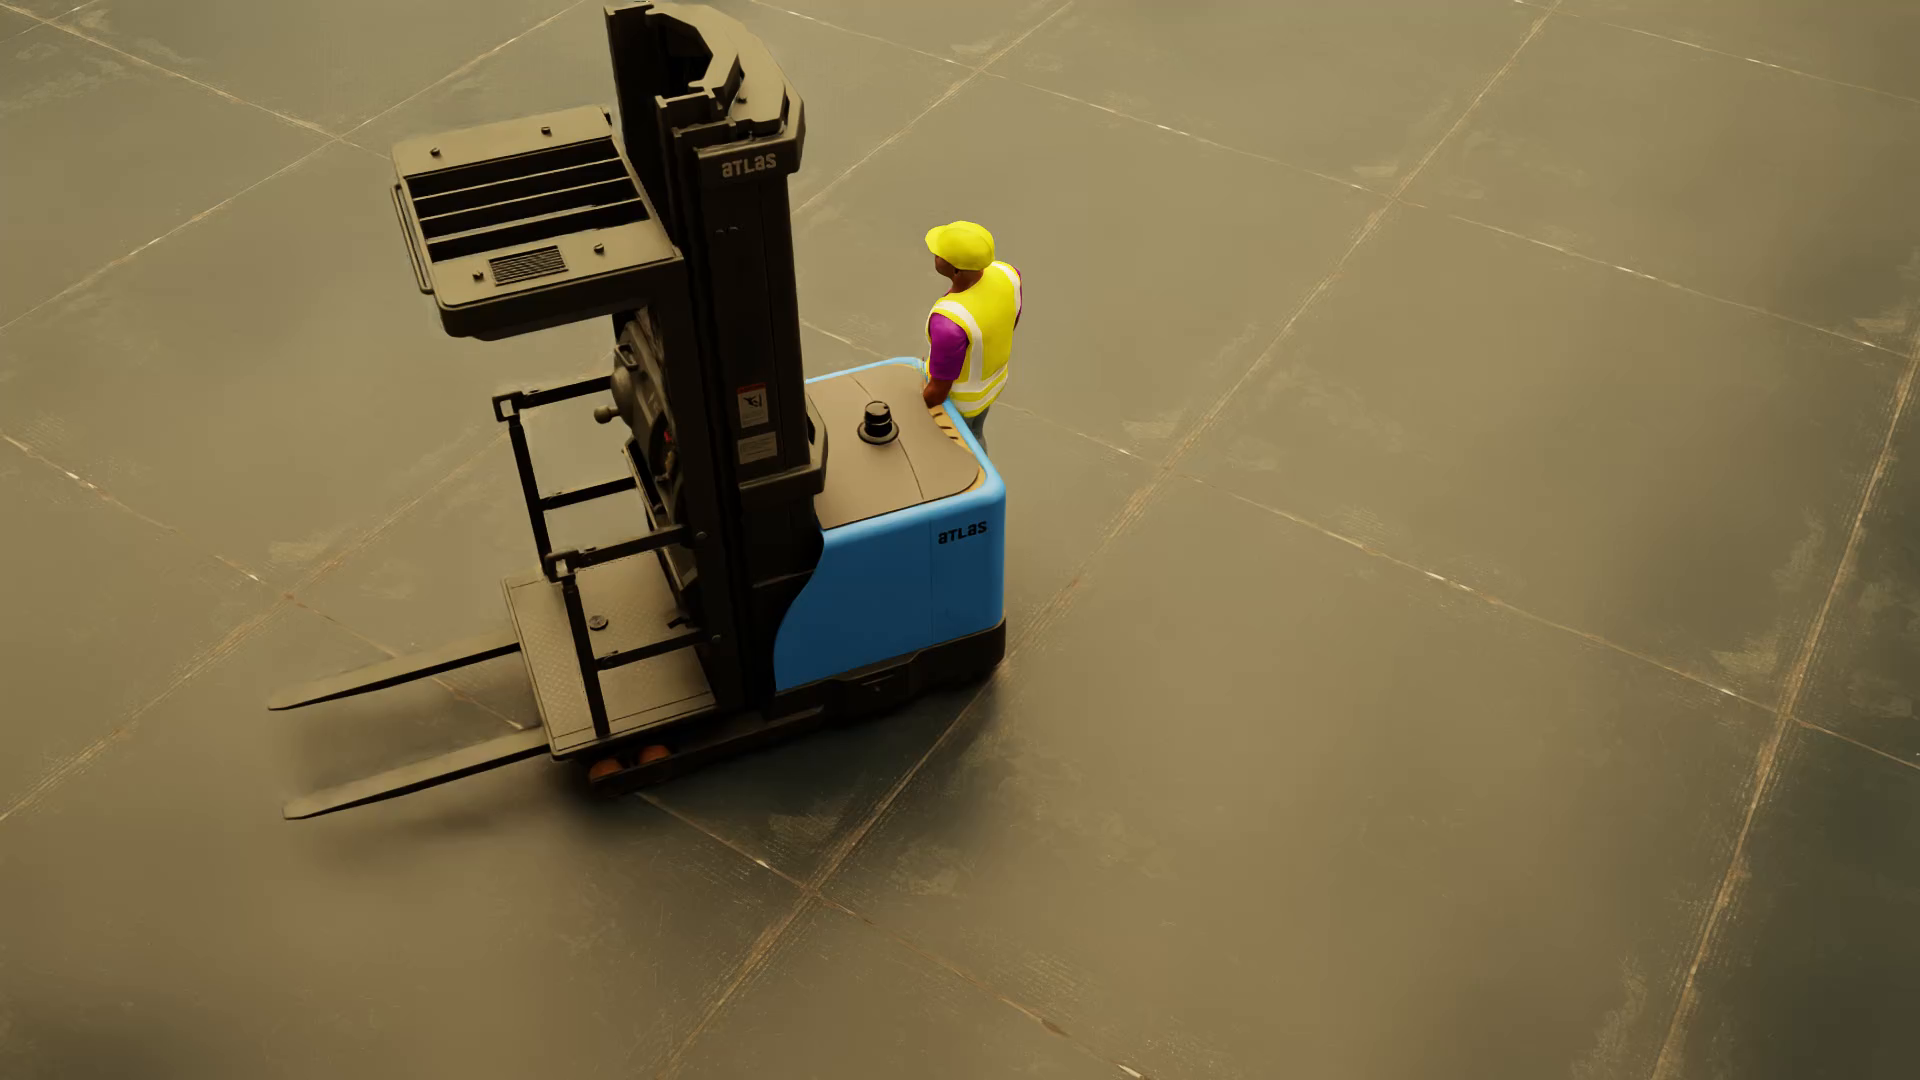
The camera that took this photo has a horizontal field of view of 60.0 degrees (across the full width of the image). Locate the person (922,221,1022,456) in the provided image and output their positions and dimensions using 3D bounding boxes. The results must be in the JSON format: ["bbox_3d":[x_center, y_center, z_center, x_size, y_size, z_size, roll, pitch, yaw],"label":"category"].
[{"bbox_3d":[-0.055,-0.705,7.369,0.577,1.765,0.665,24,48,23],"label":"person"}]

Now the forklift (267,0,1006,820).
[{"bbox_3d":[-1.371,-0.417,6.289,3.031,2.935,1.130,-16,46,-16],"label":"forklift"}]
